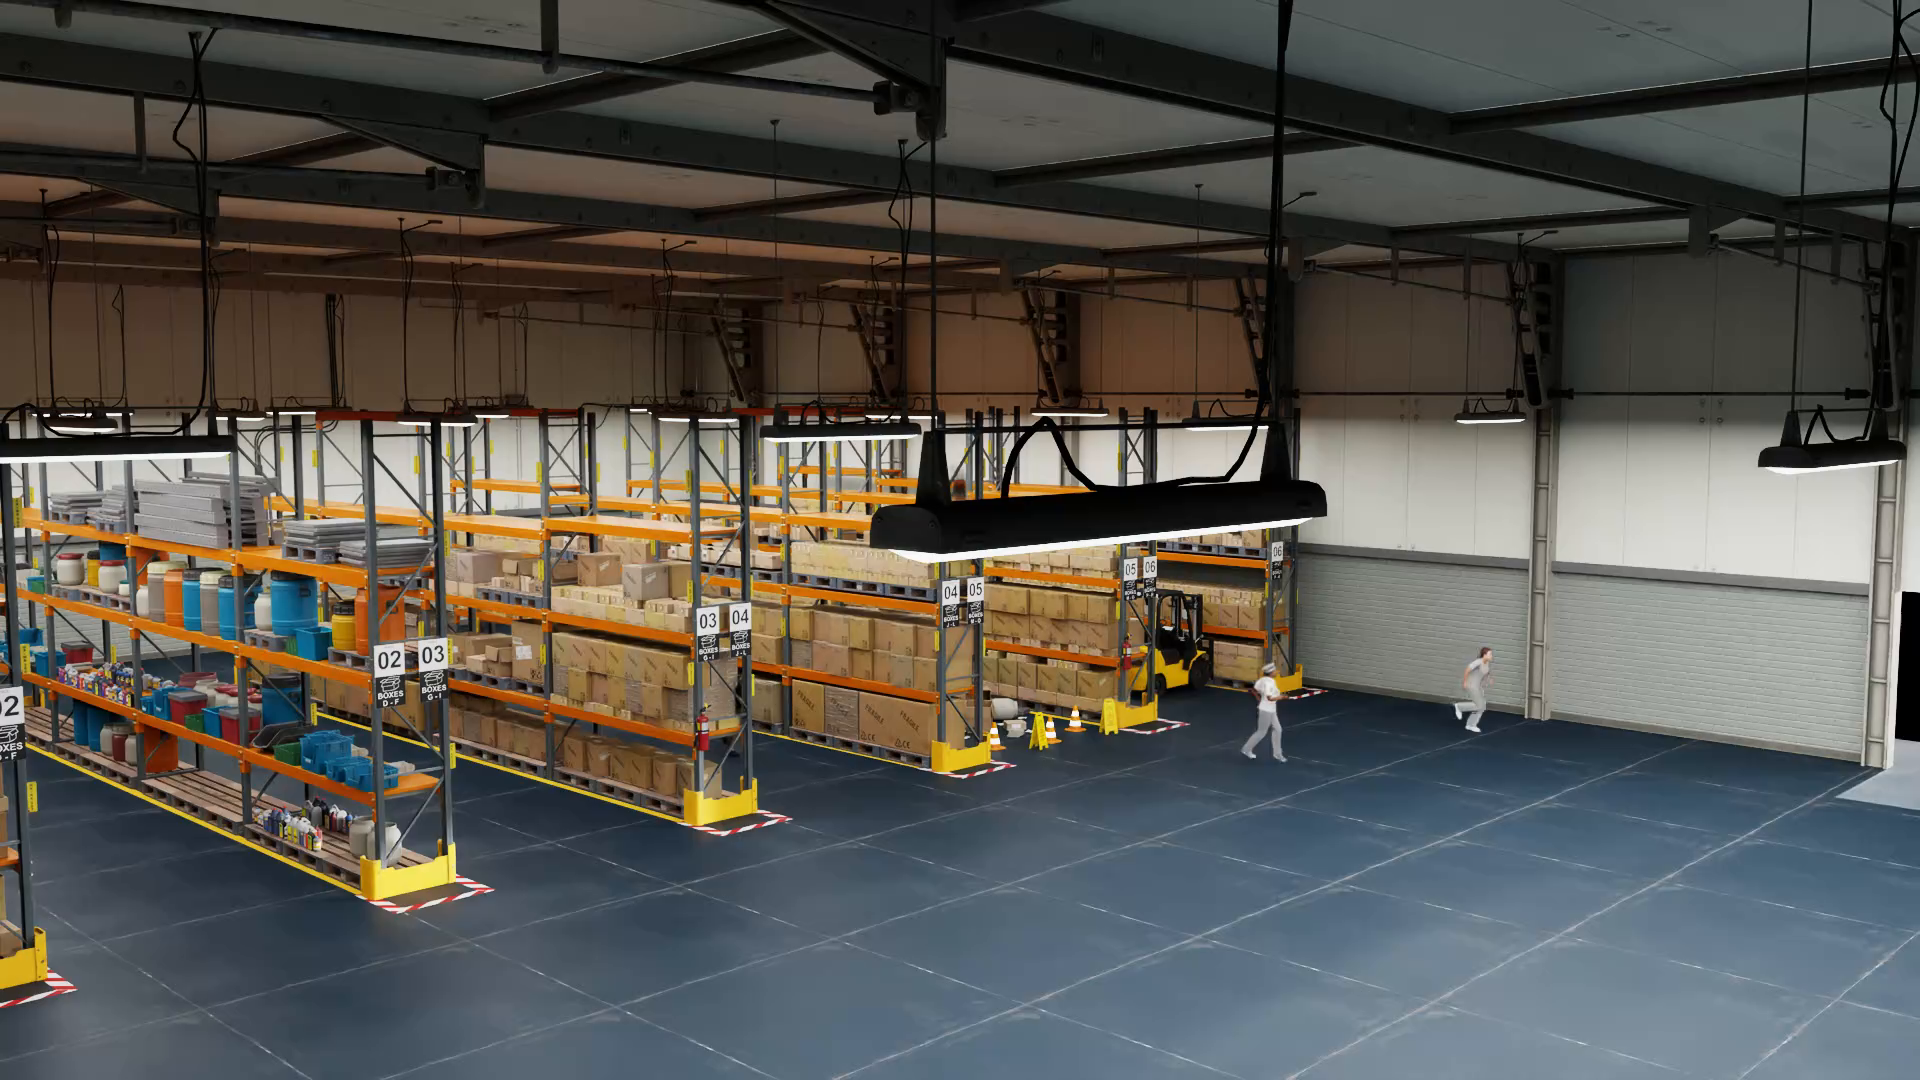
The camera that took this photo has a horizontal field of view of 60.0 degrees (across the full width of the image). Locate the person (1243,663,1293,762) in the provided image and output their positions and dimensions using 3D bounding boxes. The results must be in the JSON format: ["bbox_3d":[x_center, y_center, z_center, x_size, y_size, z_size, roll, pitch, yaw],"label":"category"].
[{"bbox_3d":[5.295,2.966,28.484,0.862,1.730,0.560,1,5,6],"label":"person"}]

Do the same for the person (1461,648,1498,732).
[{"bbox_3d":[9.739,2.793,31.157,0.692,1.598,0.554,4,7,39],"label":"person"}]

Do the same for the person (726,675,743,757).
[{"bbox_3d":[-3.938,2.938,28.956,0.578,1.678,0.658,4,6,38],"label":"person"}]

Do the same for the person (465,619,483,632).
[{"bbox_3d":[-11.781,1.897,40.566,0.823,1.712,0.809,-1,5,-13],"label":"person"}]
